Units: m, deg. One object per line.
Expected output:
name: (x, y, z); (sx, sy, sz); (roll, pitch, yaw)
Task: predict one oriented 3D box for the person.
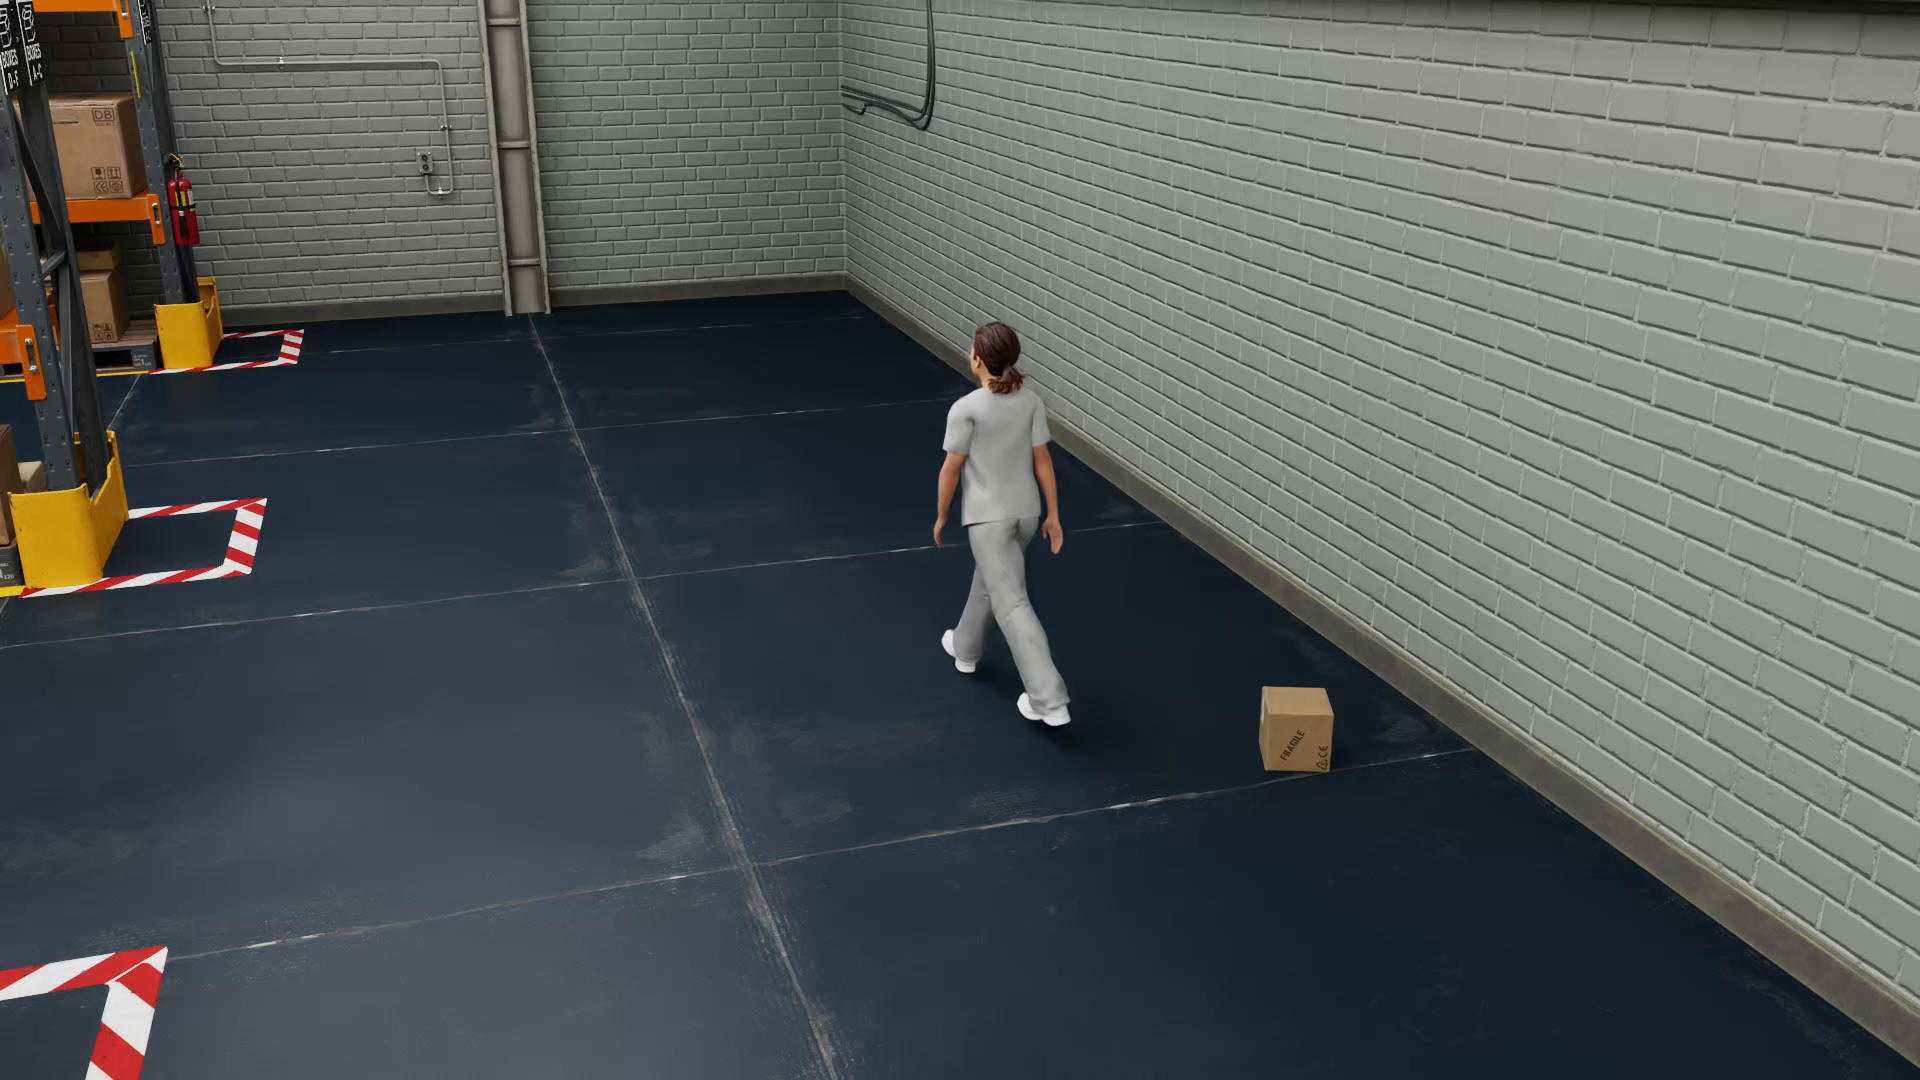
person: (0.142, -0.095, 6.872); (0.467, 1.607, 1.056); (-13, 23, -32)
